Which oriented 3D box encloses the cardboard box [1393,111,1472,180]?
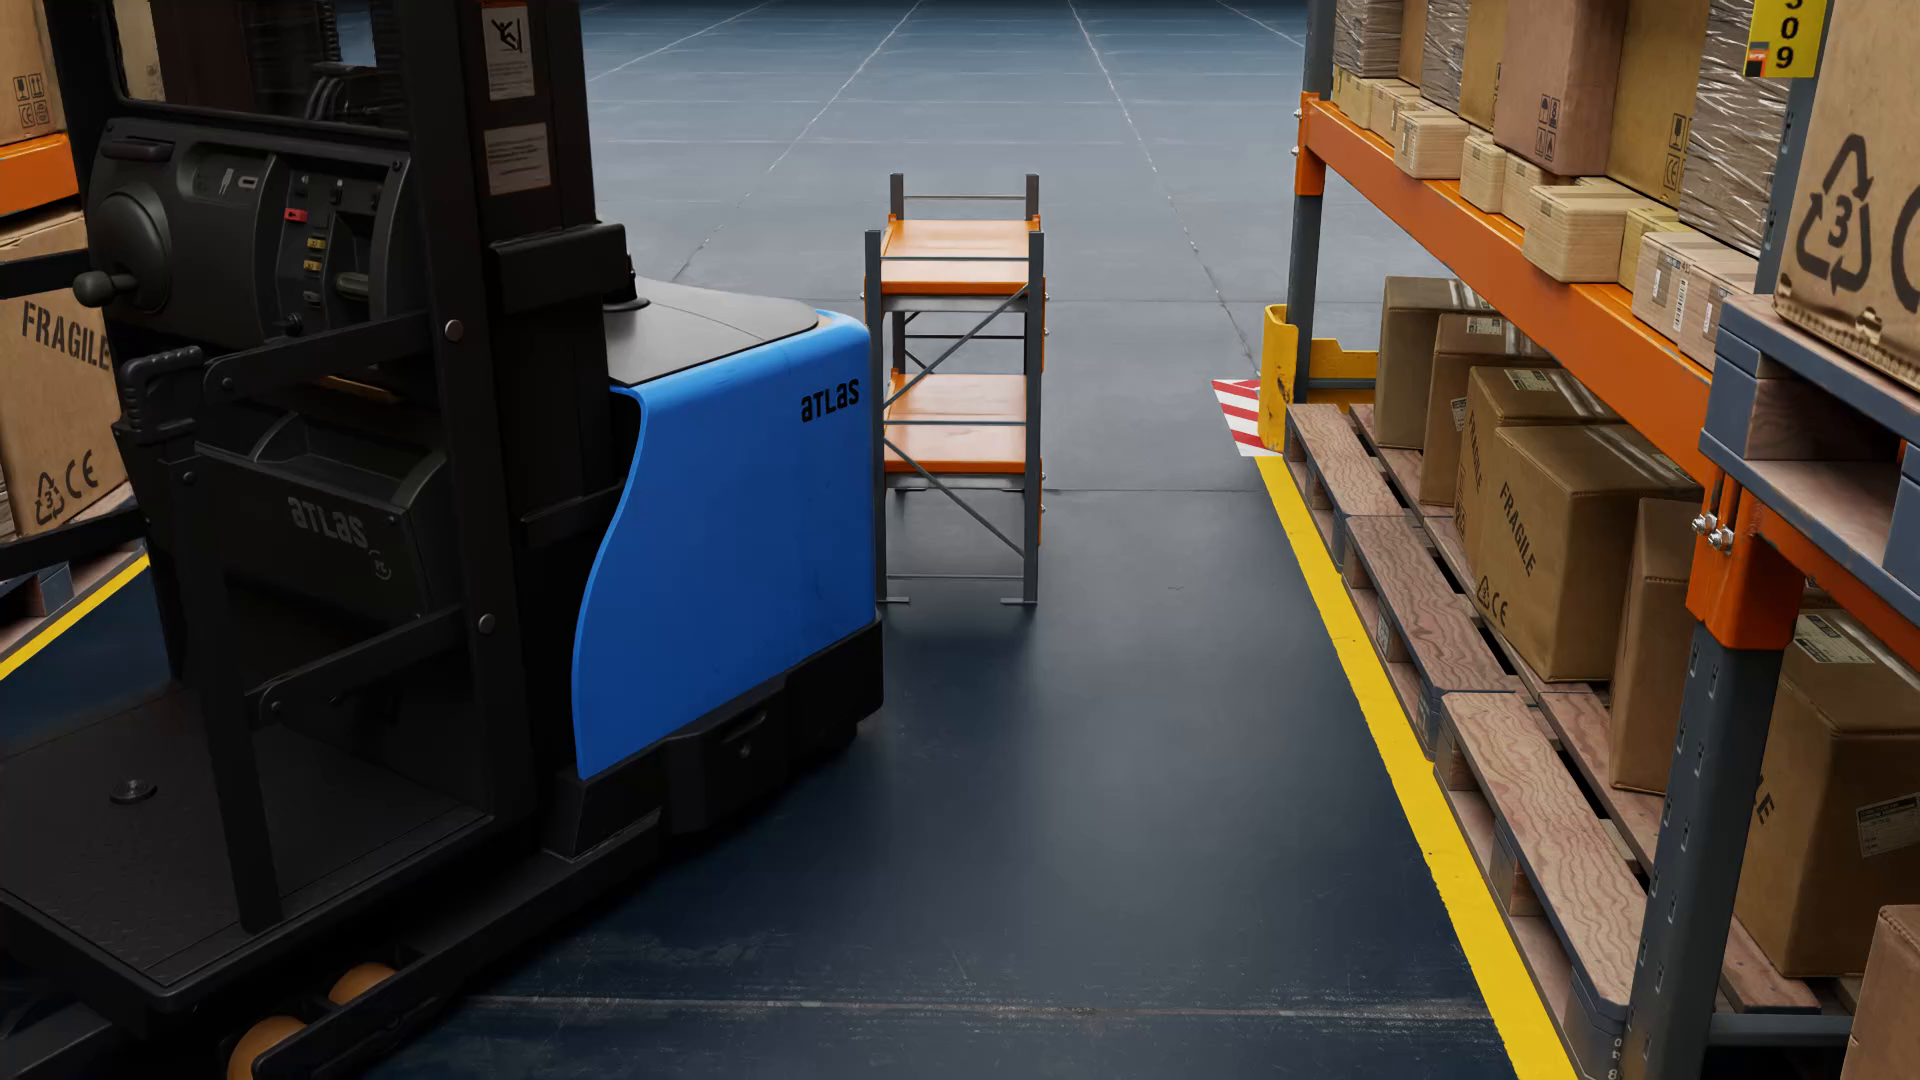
[{"bbox_3d":[1.384,-1.058,4.456,0.380,0.149,0.250,1,21,2],"label":"cardboard box"}]

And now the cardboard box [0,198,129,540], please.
[{"bbox_3d":[-3.160,-0.549,5.154,0.875,0.875,0.875,0,21,1],"label":"cardboard box"}]

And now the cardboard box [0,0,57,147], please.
[{"bbox_3d":[-3.284,-1.443,4.894,0.875,0.550,0.550,1,21,2],"label":"cardboard box"}]

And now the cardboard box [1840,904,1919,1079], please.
[{"bbox_3d":[1.612,0.811,2.138,0.700,0.500,0.500,-1,21,-3],"label":"cardboard box"}]

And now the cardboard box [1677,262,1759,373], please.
[{"bbox_3d":[1.365,-0.334,2.592,0.380,0.149,0.250,1,21,2],"label":"cardboard box"}]

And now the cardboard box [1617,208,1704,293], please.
[{"bbox_3d":[1.449,-0.514,3.055,0.380,0.149,0.250,1,21,2],"label":"cardboard box"}]

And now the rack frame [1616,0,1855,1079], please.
[{"bbox_3d":[1.649,-0.371,2.337,0.949,2.616,0.053,1,21,2],"label":"rack frame"}]

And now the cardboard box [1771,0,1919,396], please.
[{"bbox_3d":[1.488,-0.560,1.417,1.000,1.000,1.000,1,21,2],"label":"cardboard box"}]

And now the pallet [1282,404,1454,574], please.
[{"bbox_3d":[1.711,-0.196,5.742,1.003,0.211,1.213,1,21,2],"label":"pallet"}]

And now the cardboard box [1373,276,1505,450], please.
[{"bbox_3d":[1.738,-0.622,5.860,0.500,0.500,0.500,5,22,12],"label":"cardboard box"}]

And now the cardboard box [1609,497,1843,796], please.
[{"bbox_3d":[1.714,0.248,3.619,0.500,0.500,0.500,8,22,19],"label":"cardboard box"}]

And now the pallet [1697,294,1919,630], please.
[{"bbox_3d":[1.483,-0.006,1.664,1.003,0.211,1.213,1,21,2],"label":"pallet"}]

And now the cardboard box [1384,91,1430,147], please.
[{"bbox_3d":[1.476,-1.238,4.920,0.380,0.149,0.250,1,21,2],"label":"cardboard box"}]

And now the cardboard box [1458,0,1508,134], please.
[{"bbox_3d":[1.749,-1.261,4.082,0.875,0.500,0.500,1,21,2],"label":"cardboard box"}]

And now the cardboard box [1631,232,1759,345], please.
[{"bbox_3d":[1.382,-0.425,2.824,0.380,0.149,0.250,1,21,2],"label":"cardboard box"}]

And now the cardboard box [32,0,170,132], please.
[{"bbox_3d":[-3.142,-1.644,5.412,0.875,0.550,0.550,1,21,2],"label":"cardboard box"}]

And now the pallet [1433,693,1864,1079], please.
[{"bbox_3d":[1.637,0.686,3.469,1.003,0.211,1.213,1,21,2],"label":"pallet"}]

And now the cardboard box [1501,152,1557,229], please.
[{"bbox_3d":[1.452,-0.786,3.755,0.380,0.149,0.250,1,21,2],"label":"cardboard box"}]

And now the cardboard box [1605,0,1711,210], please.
[{"bbox_3d":[1.778,-0.898,3.148,0.875,0.500,0.500,1,21,2],"label":"cardboard box"}]

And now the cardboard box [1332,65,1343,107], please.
[{"bbox_3d":[1.527,-1.599,5.851,0.380,0.149,0.250,1,21,2],"label":"cardboard box"}]

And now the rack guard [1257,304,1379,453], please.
[{"bbox_3d":[1.771,-0.624,6.446,1.175,0.500,0.348,1,21,2],"label":"rack guard"}]

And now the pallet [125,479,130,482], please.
[{"bbox_3d":[-3.127,-0.318,6.057,1.003,0.211,1.213,1,21,2],"label":"pallet"}]

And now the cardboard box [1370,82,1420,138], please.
[{"bbox_3d":[1.490,-1.328,5.153,0.380,0.149,0.250,1,21,2],"label":"cardboard box"}]

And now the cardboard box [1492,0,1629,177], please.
[{"bbox_3d":[1.692,-1.080,3.617,0.875,0.500,0.500,1,21,2],"label":"cardboard box"}]

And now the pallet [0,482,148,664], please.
[{"bbox_3d":[-3.167,0.122,4.923,1.003,0.211,1.213,1,21,2],"label":"pallet"}]

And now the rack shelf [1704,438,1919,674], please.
[{"bbox_3d":[1.591,0.688,0.604,1.077,0.370,4.000,1,21,2],"label":"rack shelf"}]

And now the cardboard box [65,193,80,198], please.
[{"bbox_3d":[-3.136,-0.867,5.974,0.875,0.875,0.875,1,21,2],"label":"cardboard box"}]

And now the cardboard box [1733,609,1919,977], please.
[{"bbox_3d":[1.704,0.455,3.085,0.500,0.500,0.500,0,21,0],"label":"cardboard box"}]

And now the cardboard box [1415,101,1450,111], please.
[{"bbox_3d":[1.495,-1.147,4.686,0.380,0.149,0.250,1,21,2],"label":"cardboard box"}]

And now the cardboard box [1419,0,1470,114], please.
[{"bbox_3d":[1.776,-1.441,4.547,0.875,0.500,0.500,1,21,2],"label":"cardboard box"}]

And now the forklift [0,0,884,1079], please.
[{"bbox_3d":[-1.447,-0.554,2.904,1.130,2.935,3.031,14,25,32],"label":"forklift"}]

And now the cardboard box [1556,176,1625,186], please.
[{"bbox_3d":[1.485,-0.695,3.521,0.380,0.149,0.250,1,21,2],"label":"cardboard box"}]

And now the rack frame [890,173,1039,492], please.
[{"bbox_3d":[0.015,-0.706,5.793,0.500,1.125,0.032,1,21,2],"label":"rack frame"}]

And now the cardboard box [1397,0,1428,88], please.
[{"bbox_3d":[1.834,-1.622,5.012,0.875,0.500,0.500,1,21,2],"label":"cardboard box"}]

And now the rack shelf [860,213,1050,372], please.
[{"bbox_3d":[0.000,-0.795,5.213,0.538,0.278,1.000,1,21,2],"label":"rack shelf"}]

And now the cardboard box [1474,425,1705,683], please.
[{"bbox_3d":[1.654,0.022,4.200,0.500,0.500,0.500,-1,21,-3],"label":"cardboard box"}]

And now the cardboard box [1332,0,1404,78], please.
[{"bbox_3d":[1.729,-1.804,5.481,0.875,0.500,0.500,1,21,2],"label":"cardboard box"}]

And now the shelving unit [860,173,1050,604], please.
[{"bbox_3d":[0.000,-0.522,5.319,0.538,1.125,1.048,1,21,2],"label":"shelving unit"}]

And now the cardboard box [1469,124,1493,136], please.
[{"bbox_3d":[1.509,-0.966,4.220,0.380,0.149,0.250,1,21,2],"label":"cardboard box"}]

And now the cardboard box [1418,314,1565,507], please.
[{"bbox_3d":[1.754,-0.405,5.302,0.500,0.500,0.500,6,22,16],"label":"cardboard box"}]

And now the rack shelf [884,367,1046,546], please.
[{"bbox_3d":[0.000,-0.294,5.408,0.538,0.278,1.000,1,21,2],"label":"rack shelf"}]

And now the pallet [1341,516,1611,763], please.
[{"bbox_3d":[1.671,0.244,4.608,1.003,0.211,1.213,1,21,2],"label":"pallet"}]

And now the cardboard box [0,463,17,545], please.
[{"bbox_3d":[-3.190,-0.220,4.305,0.875,0.875,0.875,1,21,2],"label":"cardboard box"}]

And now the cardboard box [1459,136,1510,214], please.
[{"bbox_3d":[1.425,-0.877,3.989,0.380,0.149,0.250,1,21,2],"label":"cardboard box"}]

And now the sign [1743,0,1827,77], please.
[{"bbox_3d":[1.109,-0.777,2.189,0.100,0.325,0.005,1,21,2],"label":"sign"}]

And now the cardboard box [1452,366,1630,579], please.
[{"bbox_3d":[1.716,-0.179,4.719,0.500,0.500,0.500,3,21,7],"label":"cardboard box"}]

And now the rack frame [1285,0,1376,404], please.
[{"bbox_3d":[1.774,-1.817,6.065,1.000,3.000,0.127,1,21,2],"label":"rack frame"}]

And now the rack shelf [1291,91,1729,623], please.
[{"bbox_3d":[1.713,-0.758,4.331,1.077,0.370,4.000,1,21,2],"label":"rack shelf"}]

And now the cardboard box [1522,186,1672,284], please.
[{"bbox_3d":[1.346,-0.606,3.292,0.380,0.149,0.250,1,21,2],"label":"cardboard box"}]

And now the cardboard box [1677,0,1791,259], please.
[{"bbox_3d":[1.727,-0.718,2.683,0.875,0.500,0.500,1,21,2],"label":"cardboard box"}]

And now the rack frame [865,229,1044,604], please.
[{"bbox_3d":[-0.016,-0.338,4.845,0.500,1.125,0.032,1,21,2],"label":"rack frame"}]

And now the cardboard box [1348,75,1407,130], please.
[{"bbox_3d":[1.477,-1.419,5.386,0.380,0.149,0.250,1,21,2],"label":"cardboard box"}]

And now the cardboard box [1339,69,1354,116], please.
[{"bbox_3d":[1.500,-1.509,5.619,0.380,0.149,0.250,1,21,2],"label":"cardboard box"}]

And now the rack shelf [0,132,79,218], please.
[{"bbox_3d":[-3.242,-0.849,4.566,1.077,0.370,4.000,1,21,2],"label":"rack shelf"}]
